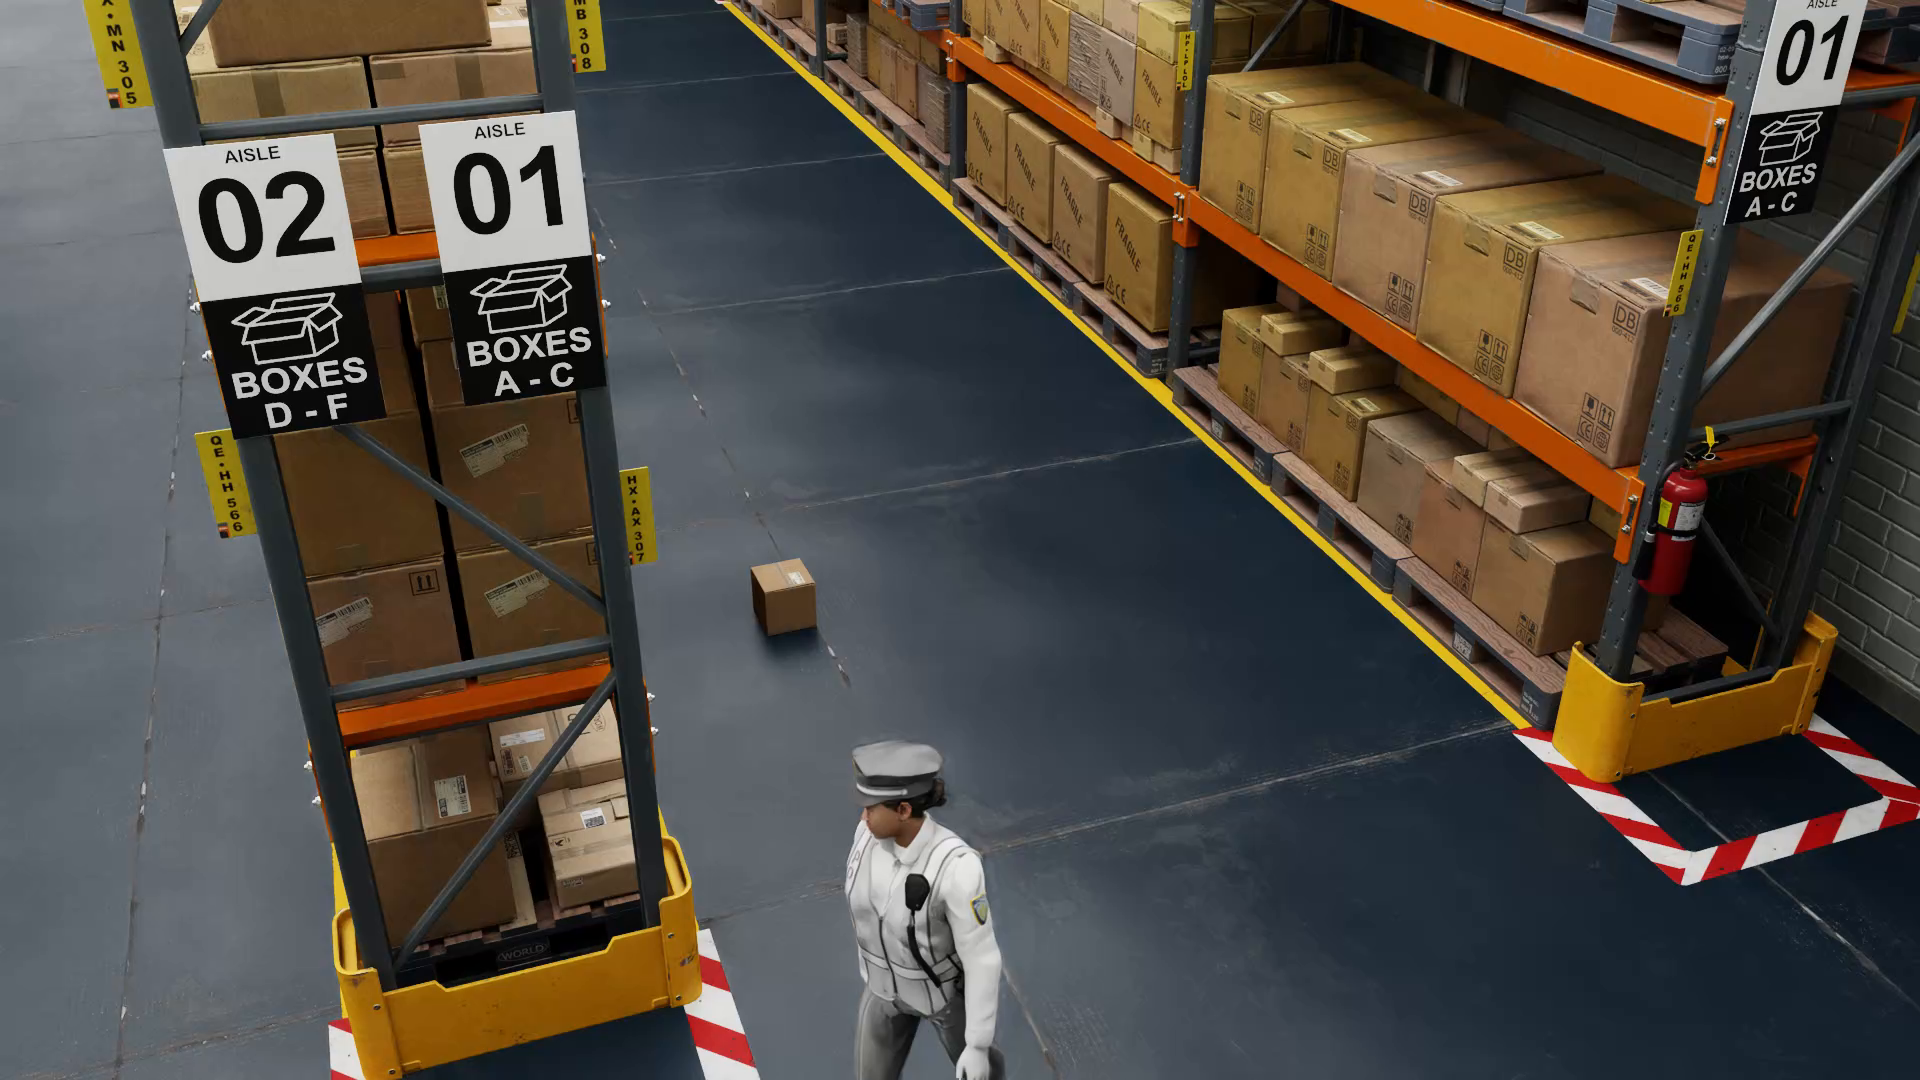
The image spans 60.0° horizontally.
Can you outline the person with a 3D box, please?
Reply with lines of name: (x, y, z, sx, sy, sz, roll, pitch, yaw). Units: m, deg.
person: (-0.125, 1.348, 4.772, 0.595, 1.624, 0.902, 16, 34, 26)
